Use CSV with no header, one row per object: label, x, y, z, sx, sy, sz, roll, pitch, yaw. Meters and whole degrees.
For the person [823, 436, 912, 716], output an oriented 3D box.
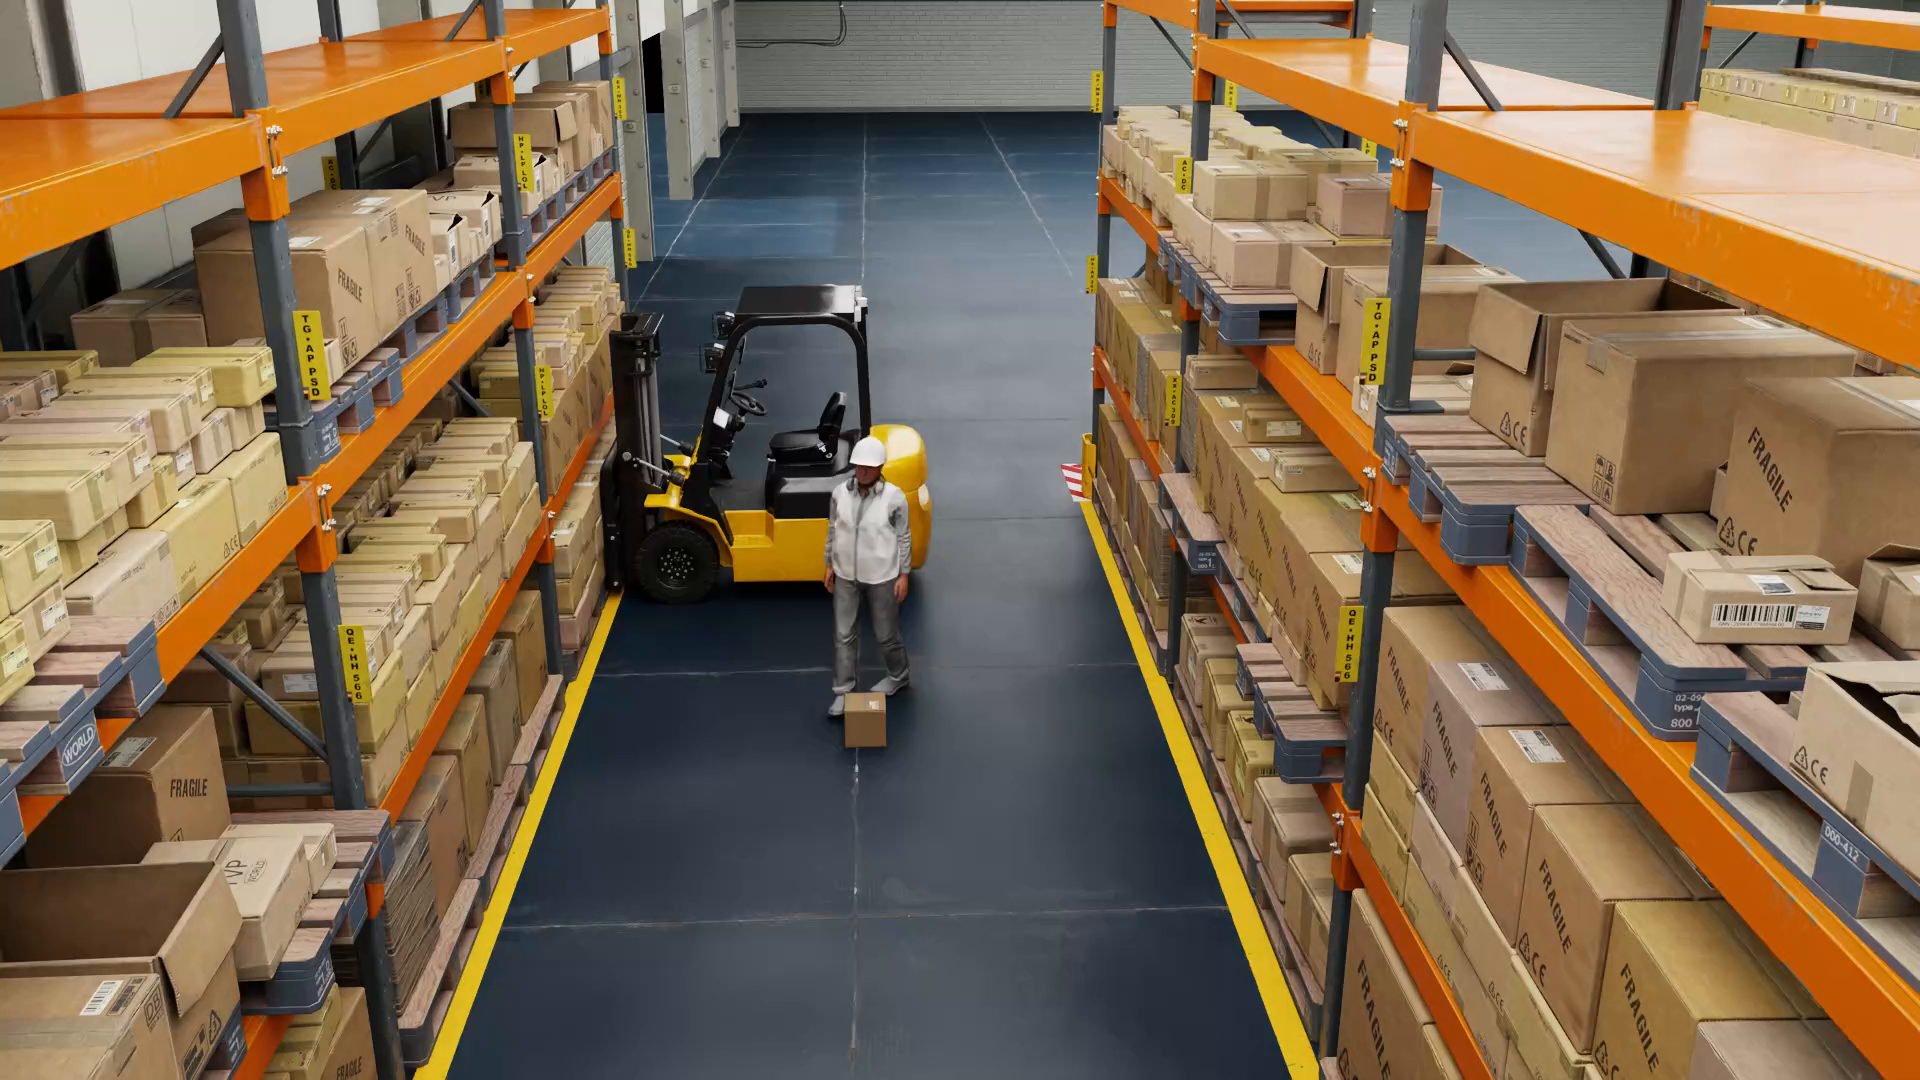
person,-0.614,0.224,10.424,0.581,1.771,0.684,7,21,18
